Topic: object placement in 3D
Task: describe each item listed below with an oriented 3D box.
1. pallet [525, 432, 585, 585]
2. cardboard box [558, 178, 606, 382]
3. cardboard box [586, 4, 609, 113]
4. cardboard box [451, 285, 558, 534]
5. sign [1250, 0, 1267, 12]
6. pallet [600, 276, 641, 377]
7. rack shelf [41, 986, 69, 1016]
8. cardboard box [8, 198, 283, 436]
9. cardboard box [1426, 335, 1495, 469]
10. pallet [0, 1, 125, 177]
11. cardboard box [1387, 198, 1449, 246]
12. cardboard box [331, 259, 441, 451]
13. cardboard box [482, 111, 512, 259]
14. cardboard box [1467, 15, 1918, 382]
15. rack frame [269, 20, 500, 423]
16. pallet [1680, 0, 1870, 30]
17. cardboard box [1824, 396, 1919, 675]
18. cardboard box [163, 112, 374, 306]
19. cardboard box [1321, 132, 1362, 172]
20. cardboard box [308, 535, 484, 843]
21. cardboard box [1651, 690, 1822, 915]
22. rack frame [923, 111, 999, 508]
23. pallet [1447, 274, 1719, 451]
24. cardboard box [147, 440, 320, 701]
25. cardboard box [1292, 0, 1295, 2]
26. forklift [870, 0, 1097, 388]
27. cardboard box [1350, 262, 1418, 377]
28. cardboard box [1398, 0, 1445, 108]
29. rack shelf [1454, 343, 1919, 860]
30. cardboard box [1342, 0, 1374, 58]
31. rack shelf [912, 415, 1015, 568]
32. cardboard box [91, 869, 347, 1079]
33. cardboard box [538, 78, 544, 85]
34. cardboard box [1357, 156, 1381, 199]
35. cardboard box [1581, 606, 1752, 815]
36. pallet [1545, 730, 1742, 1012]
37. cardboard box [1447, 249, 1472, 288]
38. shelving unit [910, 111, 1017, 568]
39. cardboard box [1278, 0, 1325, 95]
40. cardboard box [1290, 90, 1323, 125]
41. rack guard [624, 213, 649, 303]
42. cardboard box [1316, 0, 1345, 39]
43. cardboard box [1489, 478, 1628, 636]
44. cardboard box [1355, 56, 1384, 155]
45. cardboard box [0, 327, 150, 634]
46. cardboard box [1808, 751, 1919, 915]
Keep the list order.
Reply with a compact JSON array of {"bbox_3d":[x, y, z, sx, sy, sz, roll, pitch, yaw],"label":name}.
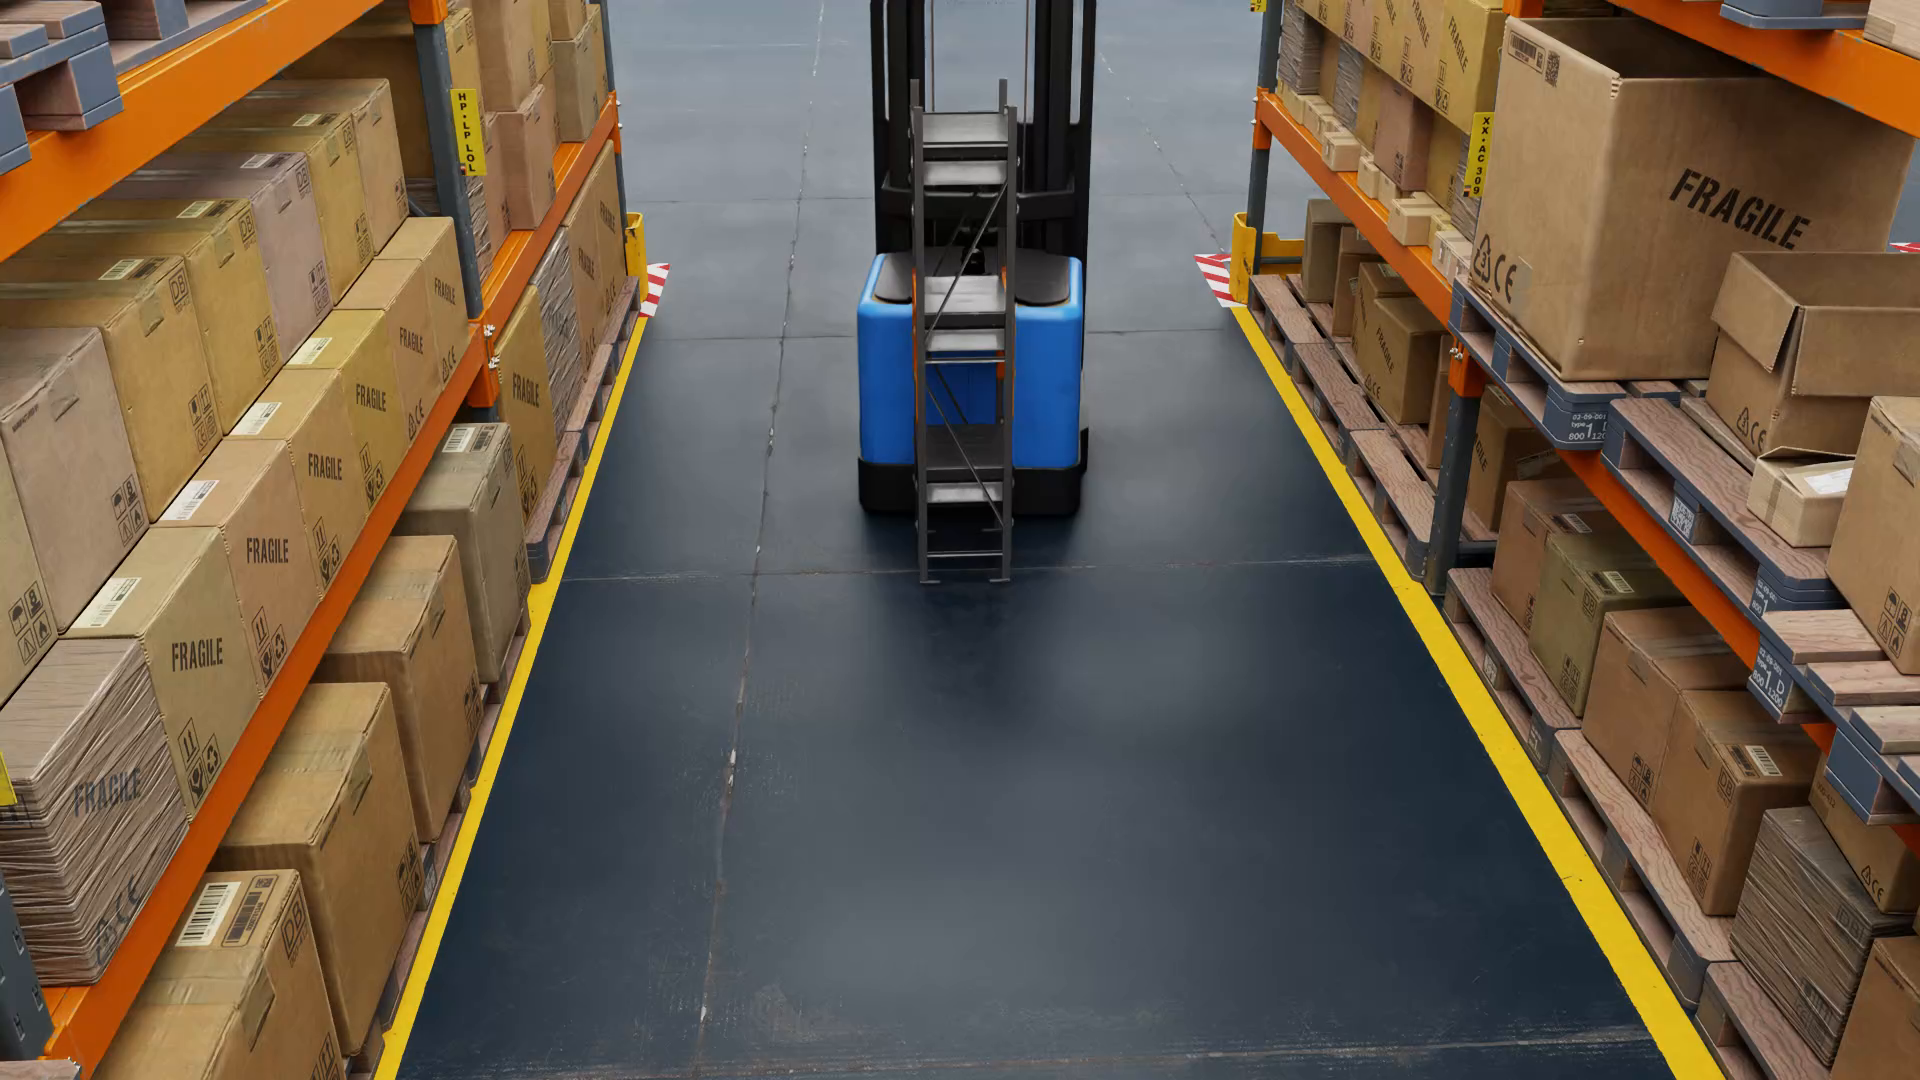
[{"bbox_3d":[-2.366,-0.162,7.832,1.003,0.211,1.213,-1,28,-3],"label":"pallet"},{"bbox_3d":[-2.464,-1.419,9.070,0.875,0.875,0.875,-2,28,-3],"label":"cardboard box"},{"bbox_3d":[-2.549,-2.788,9.691,0.875,0.550,0.550,-1,28,-3],"label":"cardboard box"},{"bbox_3d":[-2.368,-0.581,7.464,0.875,0.875,0.875,-1,28,-2],"label":"cardboard box"},{"bbox_3d":[1.803,-3.336,9.966,0.100,0.325,0.005,-1,28,-3],"label":"sign"},{"bbox_3d":[-2.494,-1.288,9.992,1.003,0.211,1.213,-1,28,-3],"label":"pallet"},{"bbox_3d":[-2.300,0.111,4.860,0.919,0.124,3.809,-1,28,-3],"label":"rack shelf"},{"bbox_3d":[-2.293,-0.599,4.466,0.700,0.500,0.500,-2,28,-3],"label":"cardboard box"},{"bbox_3d":[2.555,-2.010,8.730,1.144,2.239,2.984,7,28,14],"label":"cardboard box"},{"bbox_3d":[-2.282,-0.740,2.886,1.213,0.211,1.003,0,28,0],"label":"pallet"},{"bbox_3d":[2.168,-1.444,7.547,0.380,0.149,0.250,-1,28,-3],"label":"cardboard box"},{"bbox_3d":[-2.084,-0.622,5.590,0.500,0.500,0.500,-2,28,-3],"label":"cardboard box"},{"bbox_3d":[-2.487,-1.535,7.287,0.875,0.550,0.550,-1,28,-3],"label":"cardboard box"},{"bbox_3d":[2.455,-1.200,5.704,1.000,1.000,1.000,-1,28,-2],"label":"cardboard box"},{"bbox_3d":[-2.405,-1.045,6.510,1.000,3.000,0.127,-1,28,-3],"label":"rack frame"},{"bbox_3d":[2.537,-1.598,4.530,1.213,0.211,1.003,-1,28,-3],"label":"pallet"},{"bbox_3d":[2.565,-0.005,3.954,0.700,0.500,0.500,3,28,5],"label":"cardboard box"},{"bbox_3d":[-2.344,-1.066,5.361,0.700,0.500,0.500,-2,28,-3],"label":"cardboard box"},{"bbox_3d":[2.103,-2.022,8.654,0.380,0.149,0.250,-1,28,-3],"label":"cardboard box"},{"bbox_3d":[-2.236,0.496,5.533,1.050,0.750,0.750,-1,28,-3],"label":"cardboard box"},{"bbox_3d":[2.629,0.816,5.169,0.700,0.500,0.500,1,28,2],"label":"cardboard box"},{"bbox_3d":[-0.005,-0.967,7.334,0.380,1.831,0.006,-1,28,-3],"label":"rack frame"},{"bbox_3d":[2.448,-0.677,6.011,1.003,0.211,1.213,-1,28,-3],"label":"pallet"},{"bbox_3d":[-2.005,0.076,4.252,0.500,0.500,0.500,-1,28,-3],"label":"cardboard box"},{"bbox_3d":[2.101,-3.324,9.369,0.500,0.500,0.500,-1,28,-3],"label":"cardboard box"},{"bbox_3d":[0.131,-2.063,8.536,1.121,2.935,3.031,2,28,3],"label":"forklift"},{"bbox_3d":[2.440,-1.190,9.036,0.500,0.500,0.500,1,28,2],"label":"cardboard box"},{"bbox_3d":[2.228,-2.170,7.155,0.500,0.500,0.500,-1,28,-3],"label":"cardboard box"},{"bbox_3d":[2.658,0.124,5.046,1.077,0.370,4.000,-1,28,-3],"label":"rack shelf"},{"bbox_3d":[2.180,-2.632,8.041,0.500,0.500,0.500,-1,28,-3],"label":"cardboard box"},{"bbox_3d":[0.009,-0.222,7.448,0.431,0.518,0.480,-1,28,-3],"label":"rack shelf"},{"bbox_3d":[-2.138,1.330,3.935,1.050,0.750,0.750,-2,28,-3],"label":"cardboard box"},{"bbox_3d":[-2.526,-2.030,8.236,0.875,0.550,0.500,-1,28,-3],"label":"cardboard box"},{"bbox_3d":[2.185,-1.792,8.214,0.380,0.149,0.250,-1,28,-3],"label":"cardboard box"},{"bbox_3d":[2.600,0.558,5.663,0.730,0.500,0.544,-2,28,-4],"label":"cardboard box"},{"bbox_3d":[2.663,1.043,5.523,1.003,0.211,1.213,-1,28,-3],"label":"pallet"},{"bbox_3d":[2.249,-1.099,6.885,0.380,0.149,0.250,-1,28,-3],"label":"cardboard box"},{"bbox_3d":[-5.799,-2.069,6.045,12.070,5.092,0.667,-1,28,-3],"label":"shelving unit"},{"bbox_3d":[2.346,-2.887,9.612,0.875,0.500,0.500,-1,28,-3],"label":"cardboard box"},{"bbox_3d":[2.114,-2.485,9.542,0.380,0.149,0.250,-1,28,-3],"label":"cardboard box"},{"bbox_3d":[-2.615,-1.795,10.651,1.175,0.500,0.348,-1,28,-3],"label":"rack guard"},{"bbox_3d":[2.148,-2.862,8.483,0.500,0.500,0.500,-1,28,-3],"label":"cardboard box"},{"bbox_3d":[2.564,0.079,6.582,0.700,0.500,0.500,-3,28,-7],"label":"cardboard box"},{"bbox_3d":[2.499,-2.047,8.162,0.875,0.649,0.860,-1,28,-3],"label":"cardboard box"},{"bbox_3d":[-2.237,-0.127,3.560,0.700,0.500,0.500,-2,28,-3],"label":"cardboard box"},{"bbox_3d":[2.660,0.756,4.472,0.500,0.250,0.500,2,28,3],"label":"cardboard box"}]
